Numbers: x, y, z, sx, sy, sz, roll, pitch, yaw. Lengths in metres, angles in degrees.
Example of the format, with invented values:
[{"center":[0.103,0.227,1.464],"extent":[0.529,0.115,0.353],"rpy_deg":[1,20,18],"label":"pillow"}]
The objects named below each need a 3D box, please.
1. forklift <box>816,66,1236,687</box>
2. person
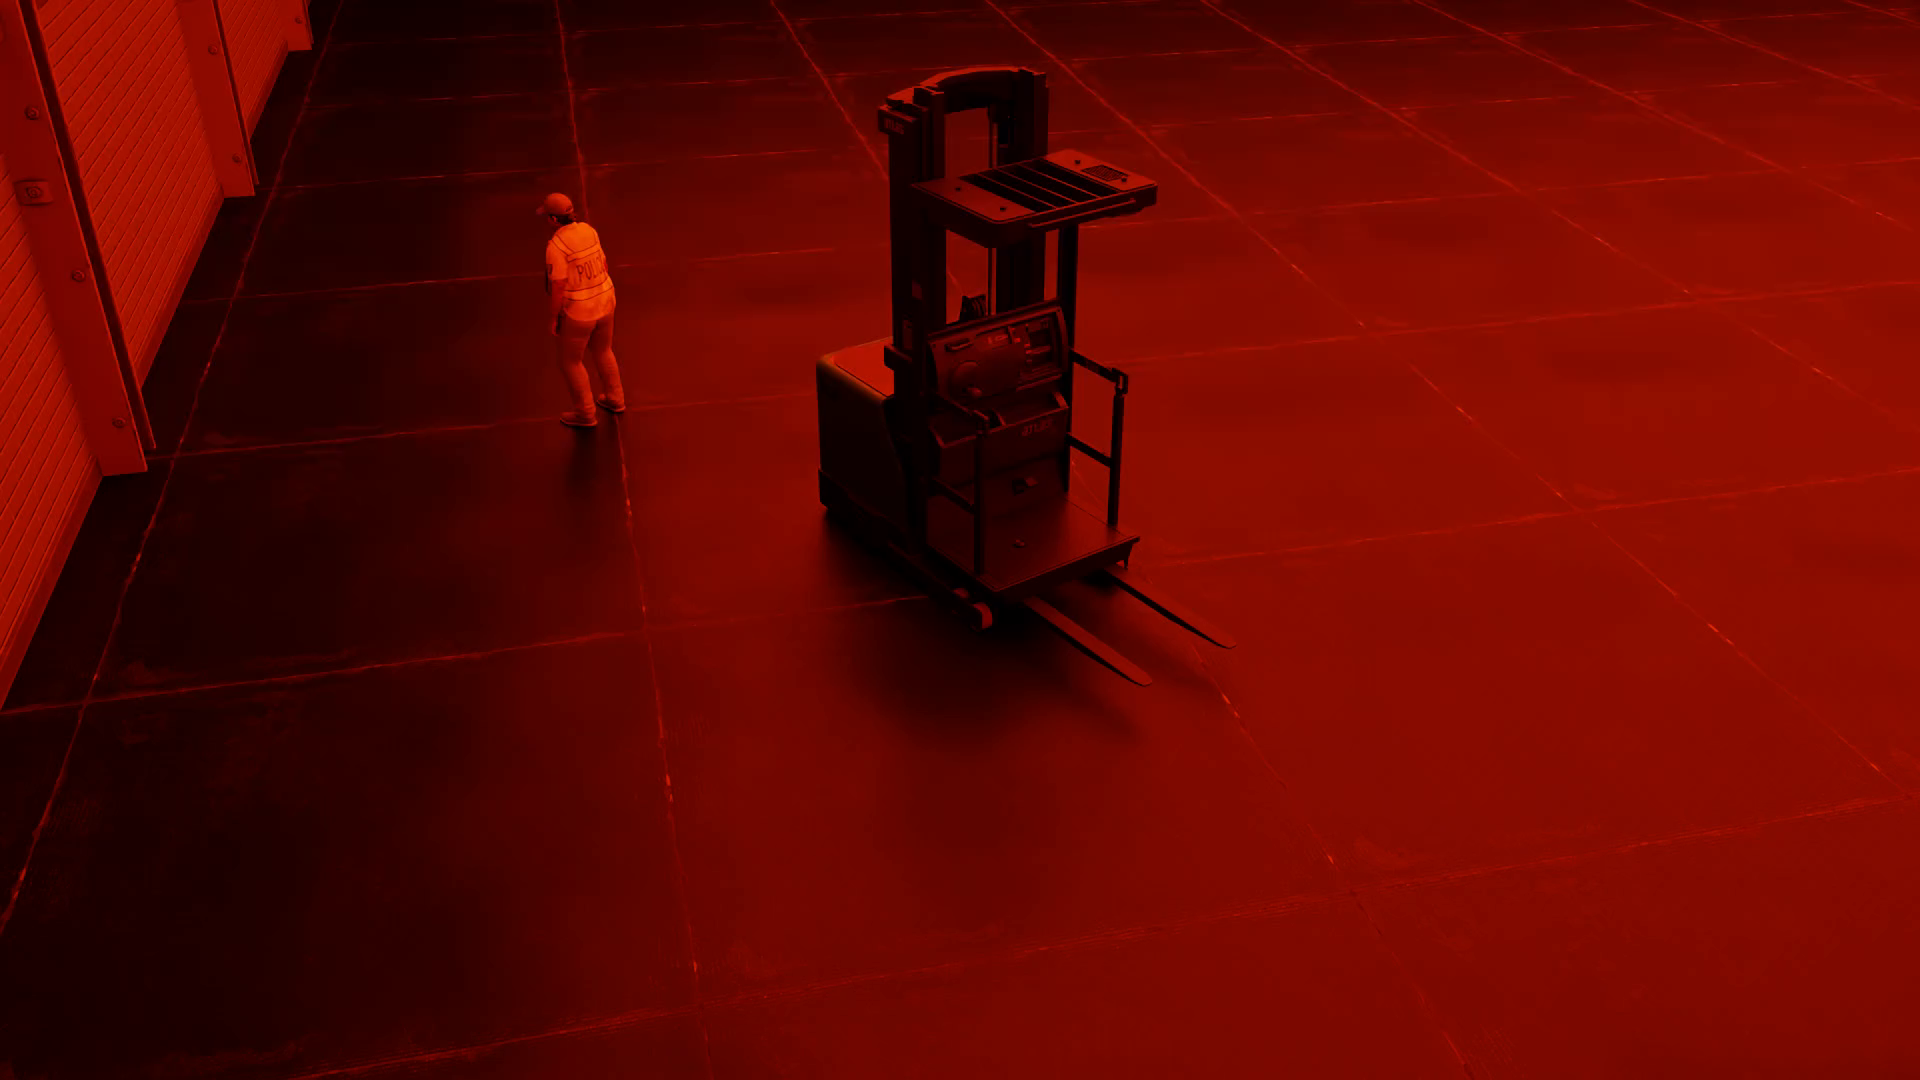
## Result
[{"center":[0.355,-1.021,9.338],"extent":[1.130,2.935,3.031],"rpy_deg":[-20,35,-30],"label":"forklift"},{"center":[-2.654,-1.613,11.625],"extent":[0.463,1.667,0.564],"rpy_deg":[18,35,28],"label":"person"}]
